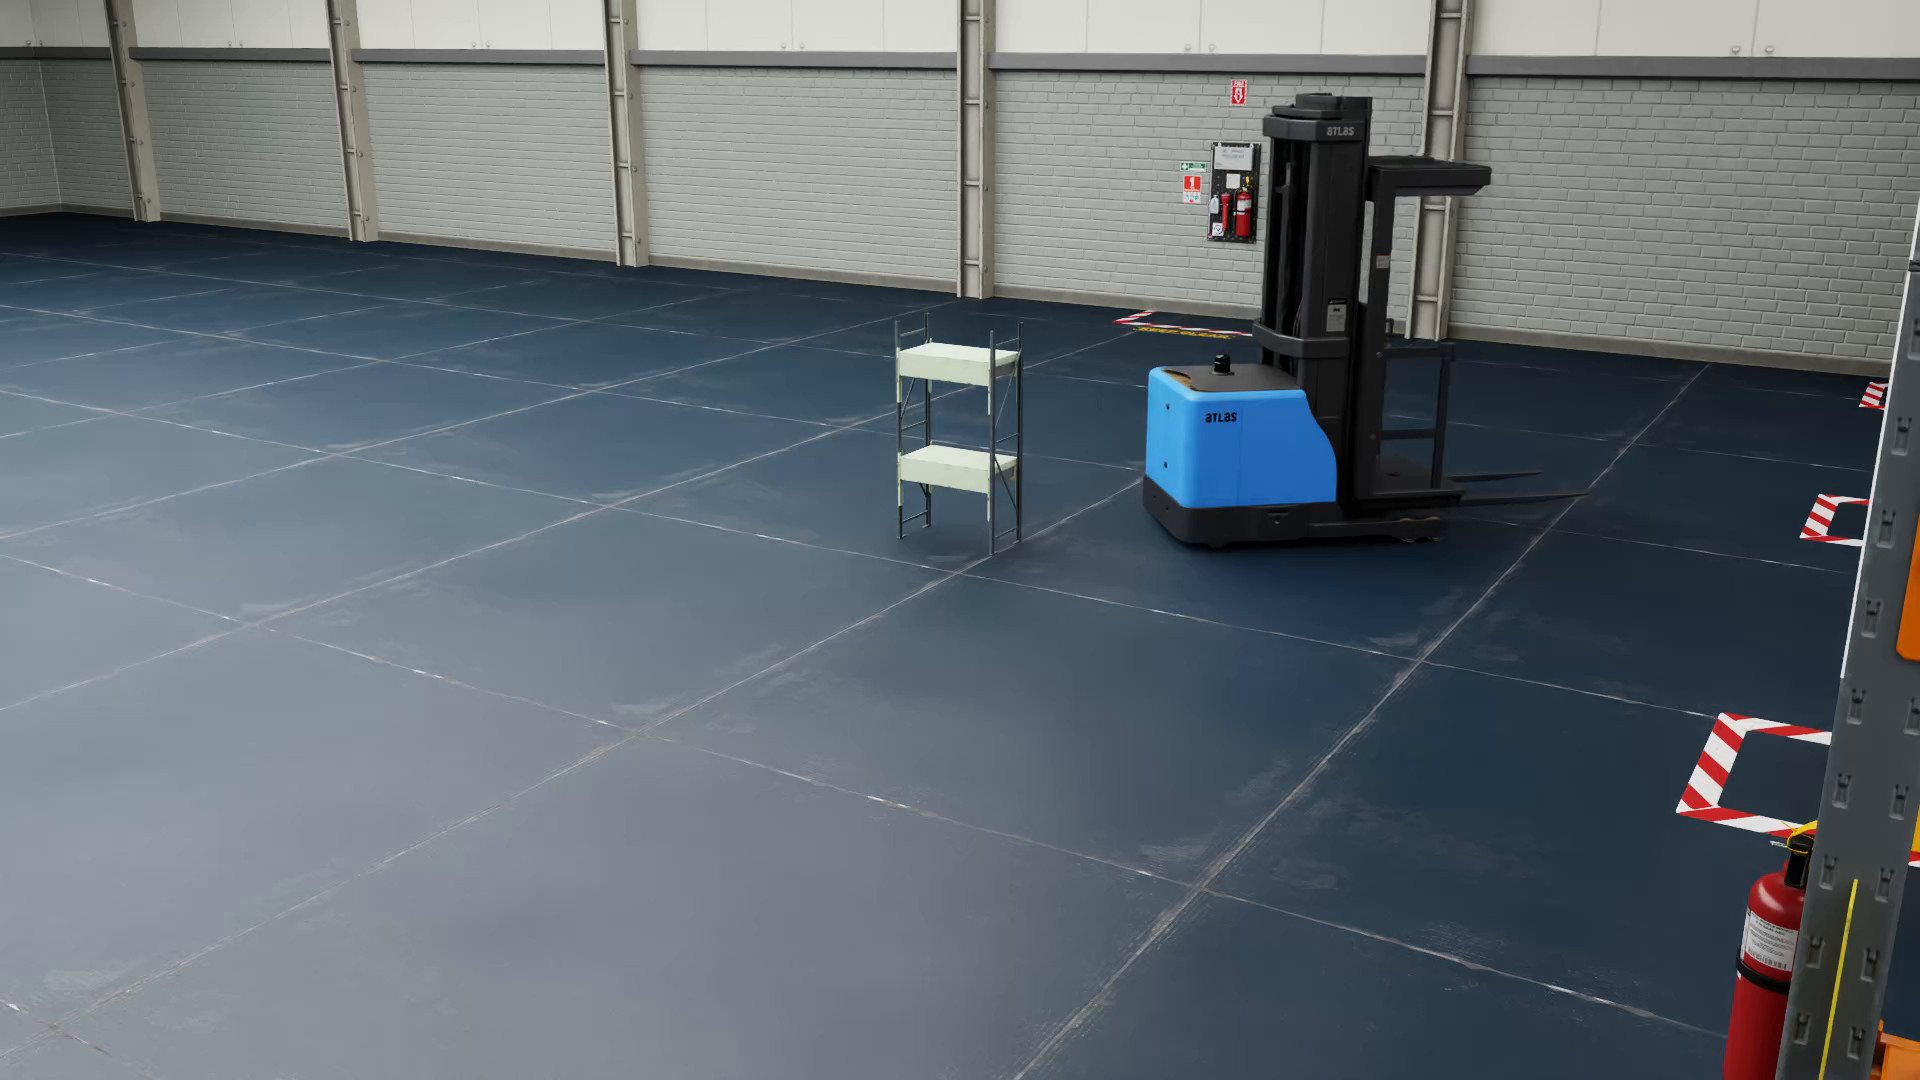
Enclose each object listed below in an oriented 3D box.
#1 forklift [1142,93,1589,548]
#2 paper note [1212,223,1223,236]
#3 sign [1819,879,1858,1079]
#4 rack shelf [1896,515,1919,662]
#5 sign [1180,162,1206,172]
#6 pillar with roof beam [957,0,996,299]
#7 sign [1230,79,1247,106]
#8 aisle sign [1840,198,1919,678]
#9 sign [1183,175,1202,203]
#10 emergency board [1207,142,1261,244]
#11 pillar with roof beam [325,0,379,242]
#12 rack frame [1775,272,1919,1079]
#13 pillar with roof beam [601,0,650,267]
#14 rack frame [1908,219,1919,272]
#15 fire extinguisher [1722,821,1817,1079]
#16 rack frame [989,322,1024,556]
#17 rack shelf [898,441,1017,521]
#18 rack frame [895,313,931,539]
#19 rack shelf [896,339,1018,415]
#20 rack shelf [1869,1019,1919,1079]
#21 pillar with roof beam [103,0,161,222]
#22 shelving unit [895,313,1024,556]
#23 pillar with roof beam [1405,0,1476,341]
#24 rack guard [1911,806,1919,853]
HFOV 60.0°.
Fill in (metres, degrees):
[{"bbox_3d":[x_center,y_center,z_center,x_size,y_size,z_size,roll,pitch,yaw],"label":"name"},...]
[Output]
[{"bbox_3d":[2.878,-1.534,11.388,3.031,2.935,1.130,-3,17,-10],"label":"forklift"},{"bbox_3d":[3.118,-3.753,20.091,0.142,0.148,0.016,10,20,30],"label":"paper note"},{"bbox_3d":[1.322,0.676,2.506,0.005,0.325,0.100,10,20,30],"label":"sign"},{"bbox_3d":[3.310,0.169,1.742,4.000,0.370,1.077,10,20,30],"label":"rack shelf"},{"bbox_3d":[2.815,-4.508,20.088,0.331,0.109,0.001,10,20,30],"label":"sign"},{"bbox_3d":[-2.047,-6.462,17.172,0.400,9.000,9.100,10,20,30],"label":"pillar with roof beam"},{"bbox_3d":[3.278,-5.266,19.567,0.199,0.298,0.001,10,20,30],"label":"sign"},{"bbox_3d":[1.396,-0.223,2.483,0.004,0.787,0.394,10,20,30],"label":"aisle sign"},{"bbox_3d":[2.816,-4.257,20.174,0.234,0.329,0.001,10,20,30],"label":"sign"},{"bbox_3d":[3.233,-4.131,19.818,0.643,1.169,0.194,10,20,30],"label":"emergency board"},{"bbox_3d":[-12.272,-8.287,23.181,0.400,9.000,9.100,10,20,30],"label":"pillar with roof beam"},{"bbox_3d":[1.605,0.956,3.075,0.127,3.000,1.000,10,20,30],"label":"rack frame"},{"bbox_3d":[-7.160,-7.375,20.177,0.400,9.000,9.100,10,20,30],"label":"pillar with roof beam"},{"bbox_3d":[1.605,-1.915,2.203,0.127,3.000,1.000,10,20,30],"label":"rack frame"},{"bbox_3d":[1.749,0.861,3.519,0.183,0.674,0.296,10,20,30],"label":"fire extinguisher"},{"bbox_3d":[0.306,-0.663,10.983,0.023,1.500,0.400,10,20,30],"label":"rack frame"},{"bbox_3d":[-0.006,-0.407,11.261,0.720,0.370,0.431,10,20,30],"label":"rack shelf"},{"bbox_3d":[-0.318,-0.774,11.350,0.023,1.500,0.400,10,20,30],"label":"rack frame"},{"bbox_3d":[-0.006,-1.092,11.053,0.720,0.370,0.431,10,20,30],"label":"rack shelf"},{"bbox_3d":[3.310,1.604,2.178,4.000,0.370,1.077,10,20,30],"label":"rack shelf"},{"bbox_3d":[-17.385,-9.200,26.186,0.400,9.000,9.100,10,20,30],"label":"pillar with roof beam"},{"bbox_3d":[-0.006,-0.719,11.167,0.755,1.500,0.431,10,20,30],"label":"shelving unit"},{"bbox_3d":[3.066,-5.550,14.168,0.400,9.000,9.100,10,20,30],"label":"pillar with roof beam"},{"bbox_3d":[4.287,0.925,7.477,0.348,0.500,1.175,10,20,30],"label":"rack guard"}]
